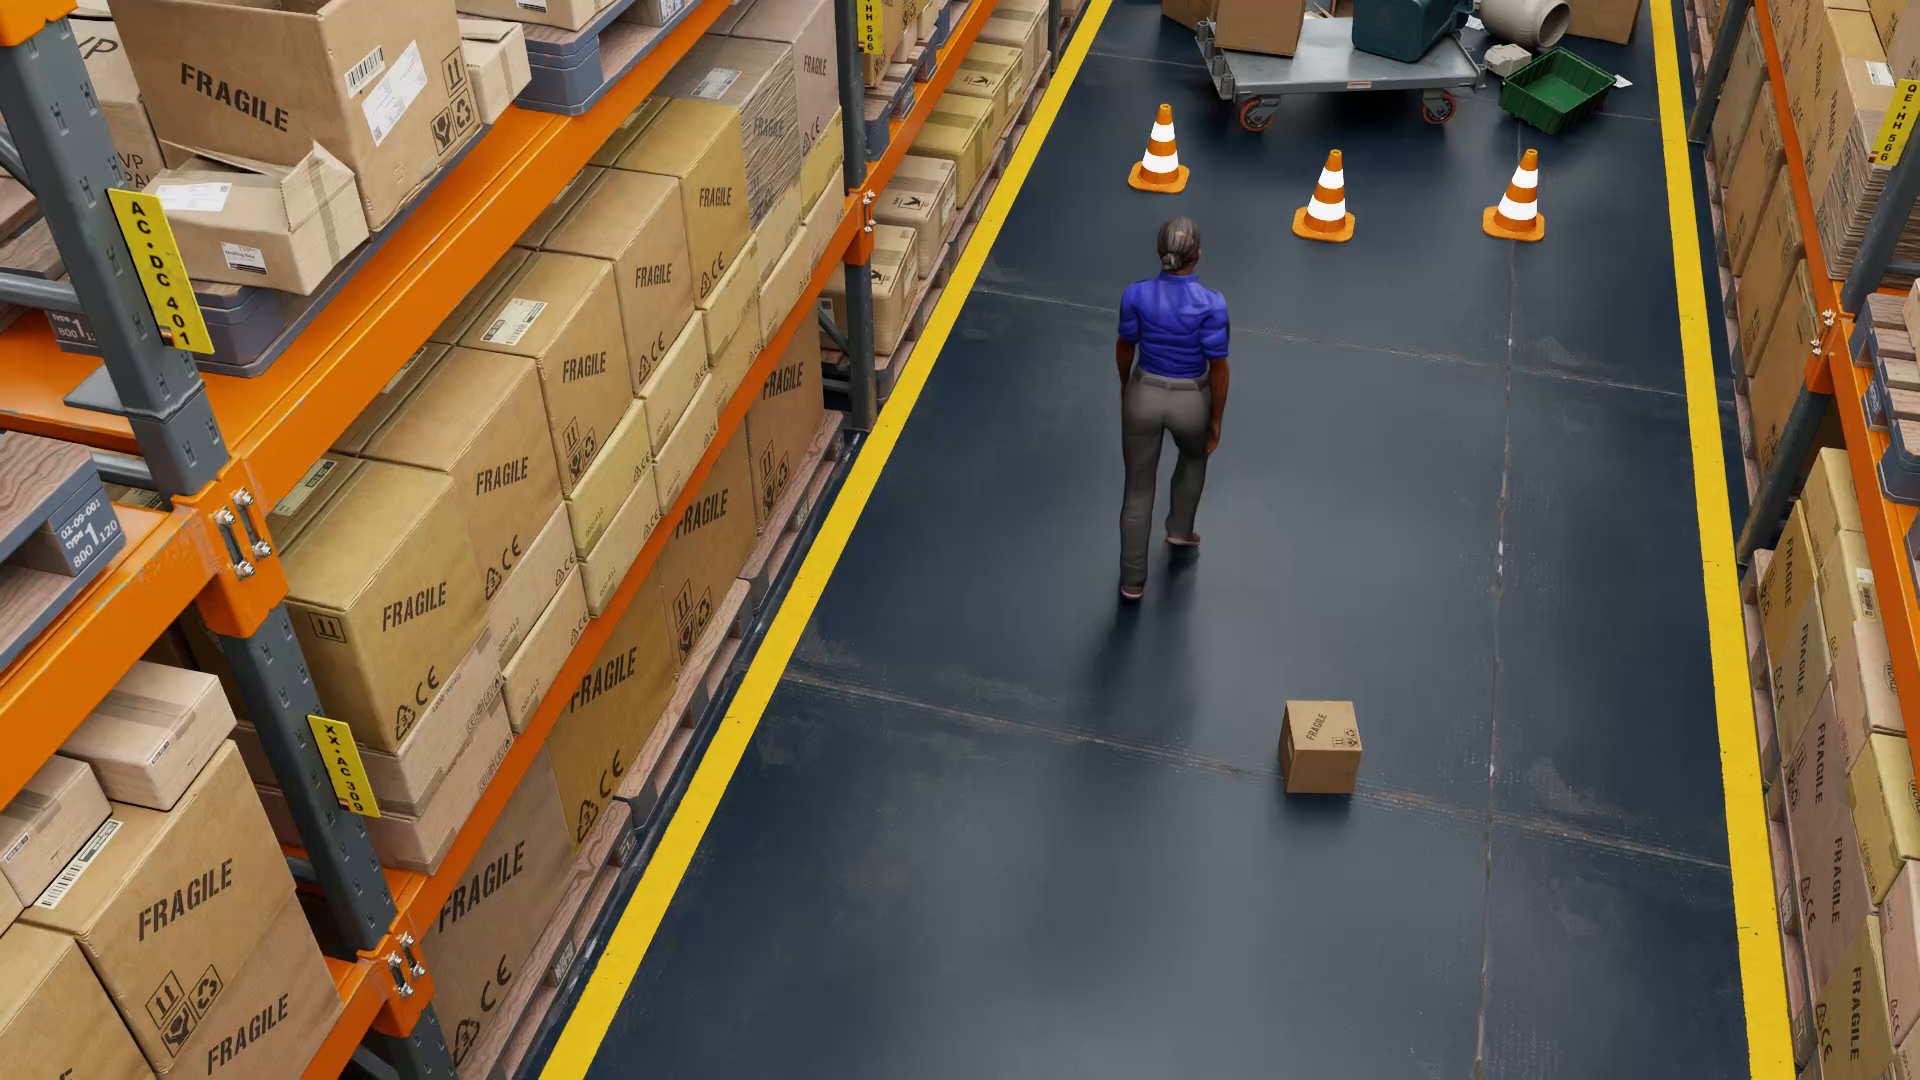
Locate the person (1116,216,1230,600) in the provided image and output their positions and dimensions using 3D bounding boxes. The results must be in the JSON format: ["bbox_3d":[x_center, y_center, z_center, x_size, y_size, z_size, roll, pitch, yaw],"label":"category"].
[{"bbox_3d":[0.834,-0.488,6.755,0.469,1.727,0.605,8,42,9],"label":"person"}]
